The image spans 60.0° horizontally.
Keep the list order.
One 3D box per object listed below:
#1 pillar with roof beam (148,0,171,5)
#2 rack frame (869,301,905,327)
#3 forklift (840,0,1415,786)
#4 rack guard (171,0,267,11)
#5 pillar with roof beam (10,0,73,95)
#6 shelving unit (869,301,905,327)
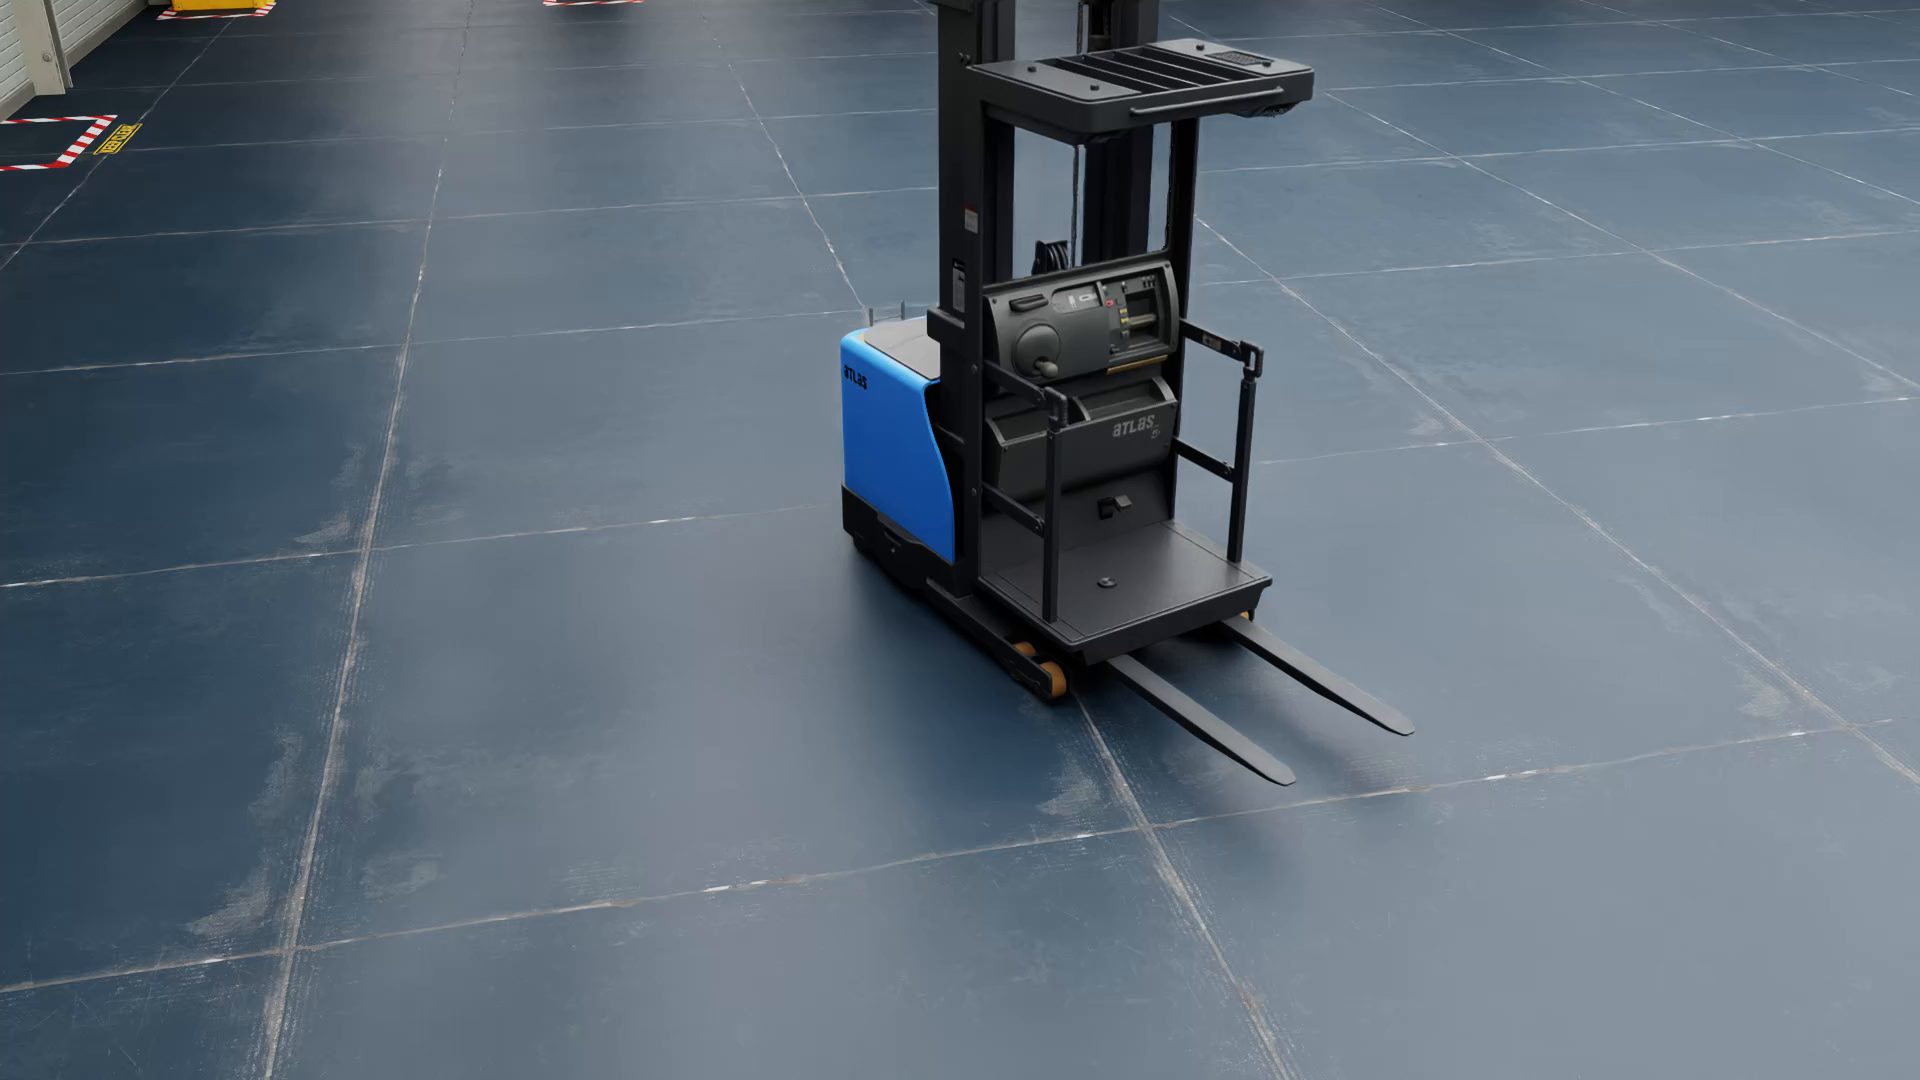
[{"bbox_3d":[-6.841,-11.884,21.808,9.100,9.000,0.400,-6,27,-12],"label":"pillar with roof beam"},{"bbox_3d":[-0.360,-0.696,8.465,0.200,1.050,0.008,-16,31,-29],"label":"rack frame"},{"bbox_3d":[0.638,-0.879,6.738,1.130,2.935,3.031,-16,31,-29],"label":"forklift"},{"bbox_3d":[-10.052,-7.466,22.488,1.175,0.500,0.348,-6,27,-12],"label":"rack guard"},{"bbox_3d":[-5.489,-9.250,16.589,9.100,9.000,0.400,-6,27,-12],"label":"pillar with roof beam"},{"bbox_3d":[-0.294,-0.650,8.373,0.215,1.050,0.252,-16,31,-29],"label":"shelving unit"}]
